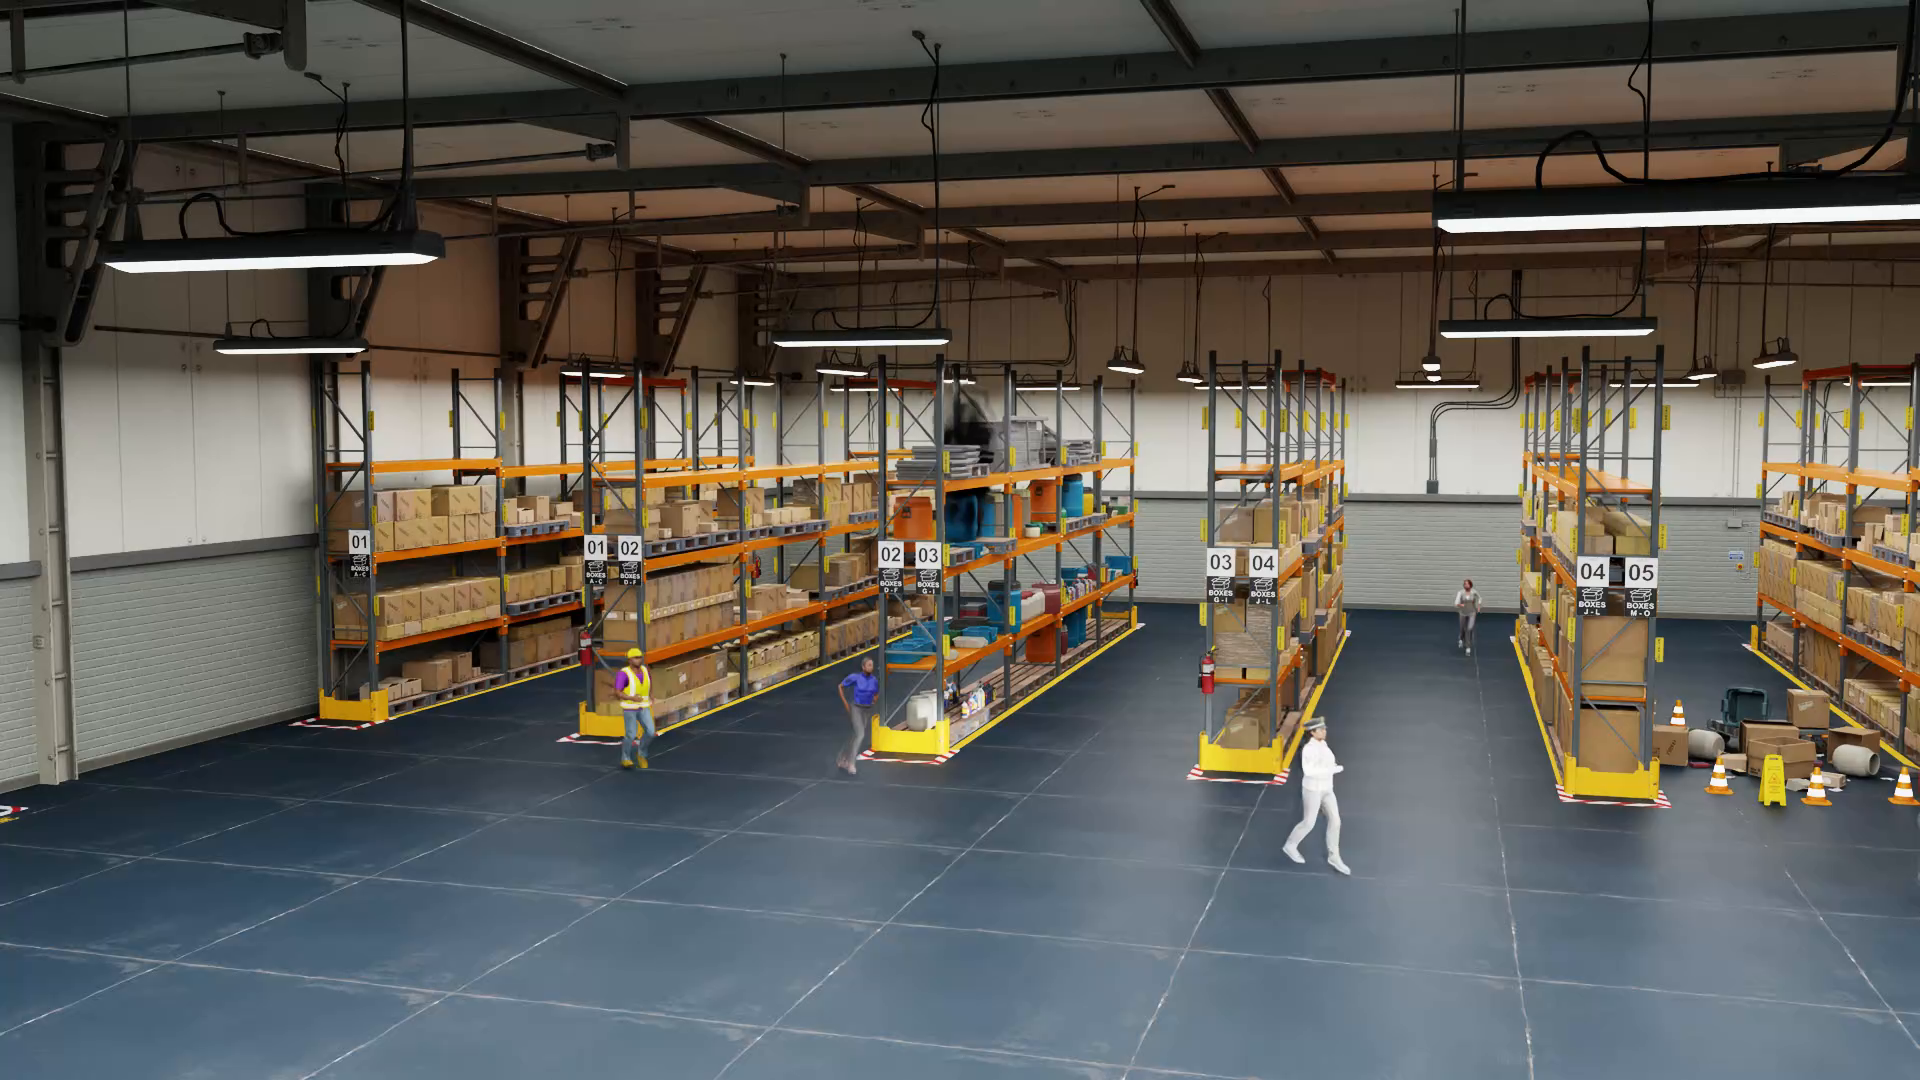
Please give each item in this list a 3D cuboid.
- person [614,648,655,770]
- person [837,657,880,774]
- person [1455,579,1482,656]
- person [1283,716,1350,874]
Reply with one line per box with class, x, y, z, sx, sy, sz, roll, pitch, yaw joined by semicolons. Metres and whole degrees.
person;-4.614;2.437;23.834;0.730;1.792;0.696;-4;6;-43
person;-1.455;2.511;23.914;0.644;1.647;0.654;-4;6;-42
person;10.968;1.640;35.915;0.551;1.610;0.886;1;4;18
person;3.980;2.815;18.548;0.785;1.730;0.600;4;6;43
